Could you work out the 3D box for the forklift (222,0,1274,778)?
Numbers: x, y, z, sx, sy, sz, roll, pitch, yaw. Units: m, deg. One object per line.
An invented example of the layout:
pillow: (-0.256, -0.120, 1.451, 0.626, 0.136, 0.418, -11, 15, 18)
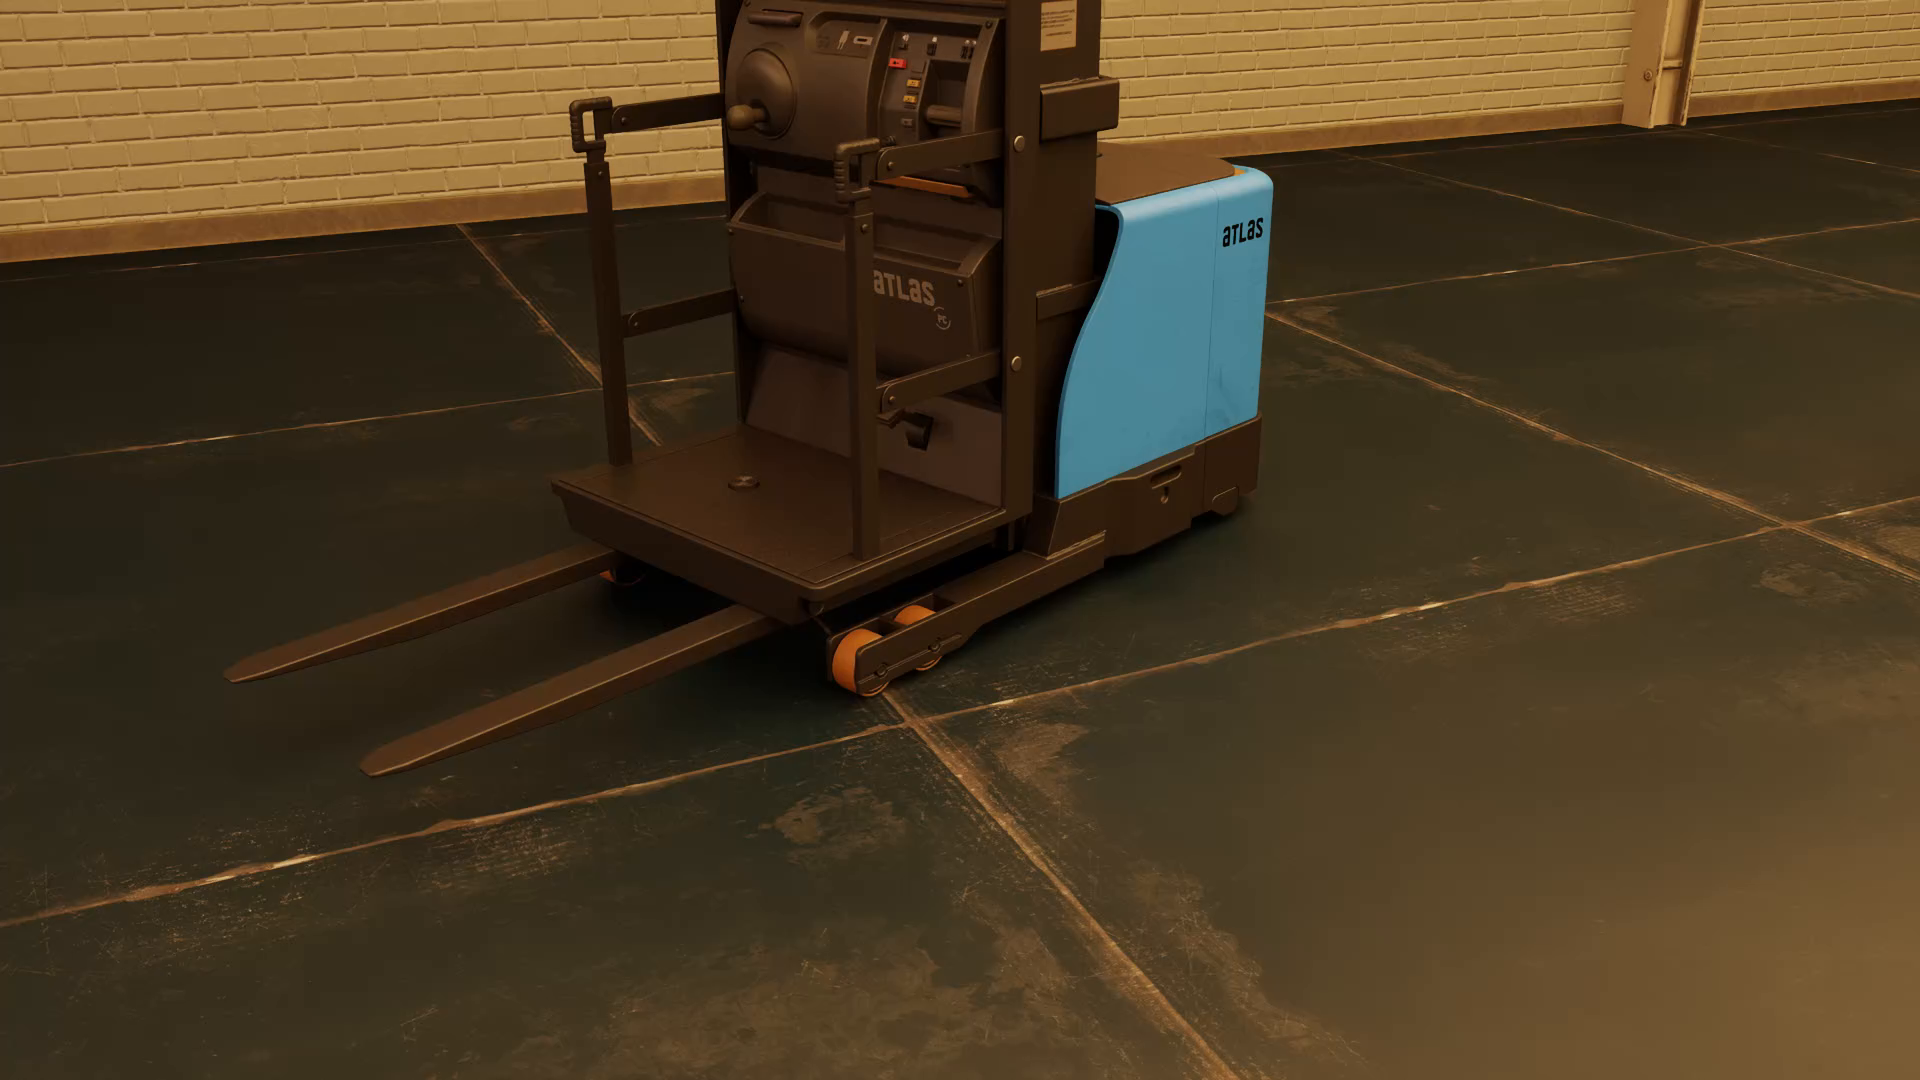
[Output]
forklift: (-0.413, -1.182, 4.131, 1.130, 2.935, 3.031, 19, 29, 39)
